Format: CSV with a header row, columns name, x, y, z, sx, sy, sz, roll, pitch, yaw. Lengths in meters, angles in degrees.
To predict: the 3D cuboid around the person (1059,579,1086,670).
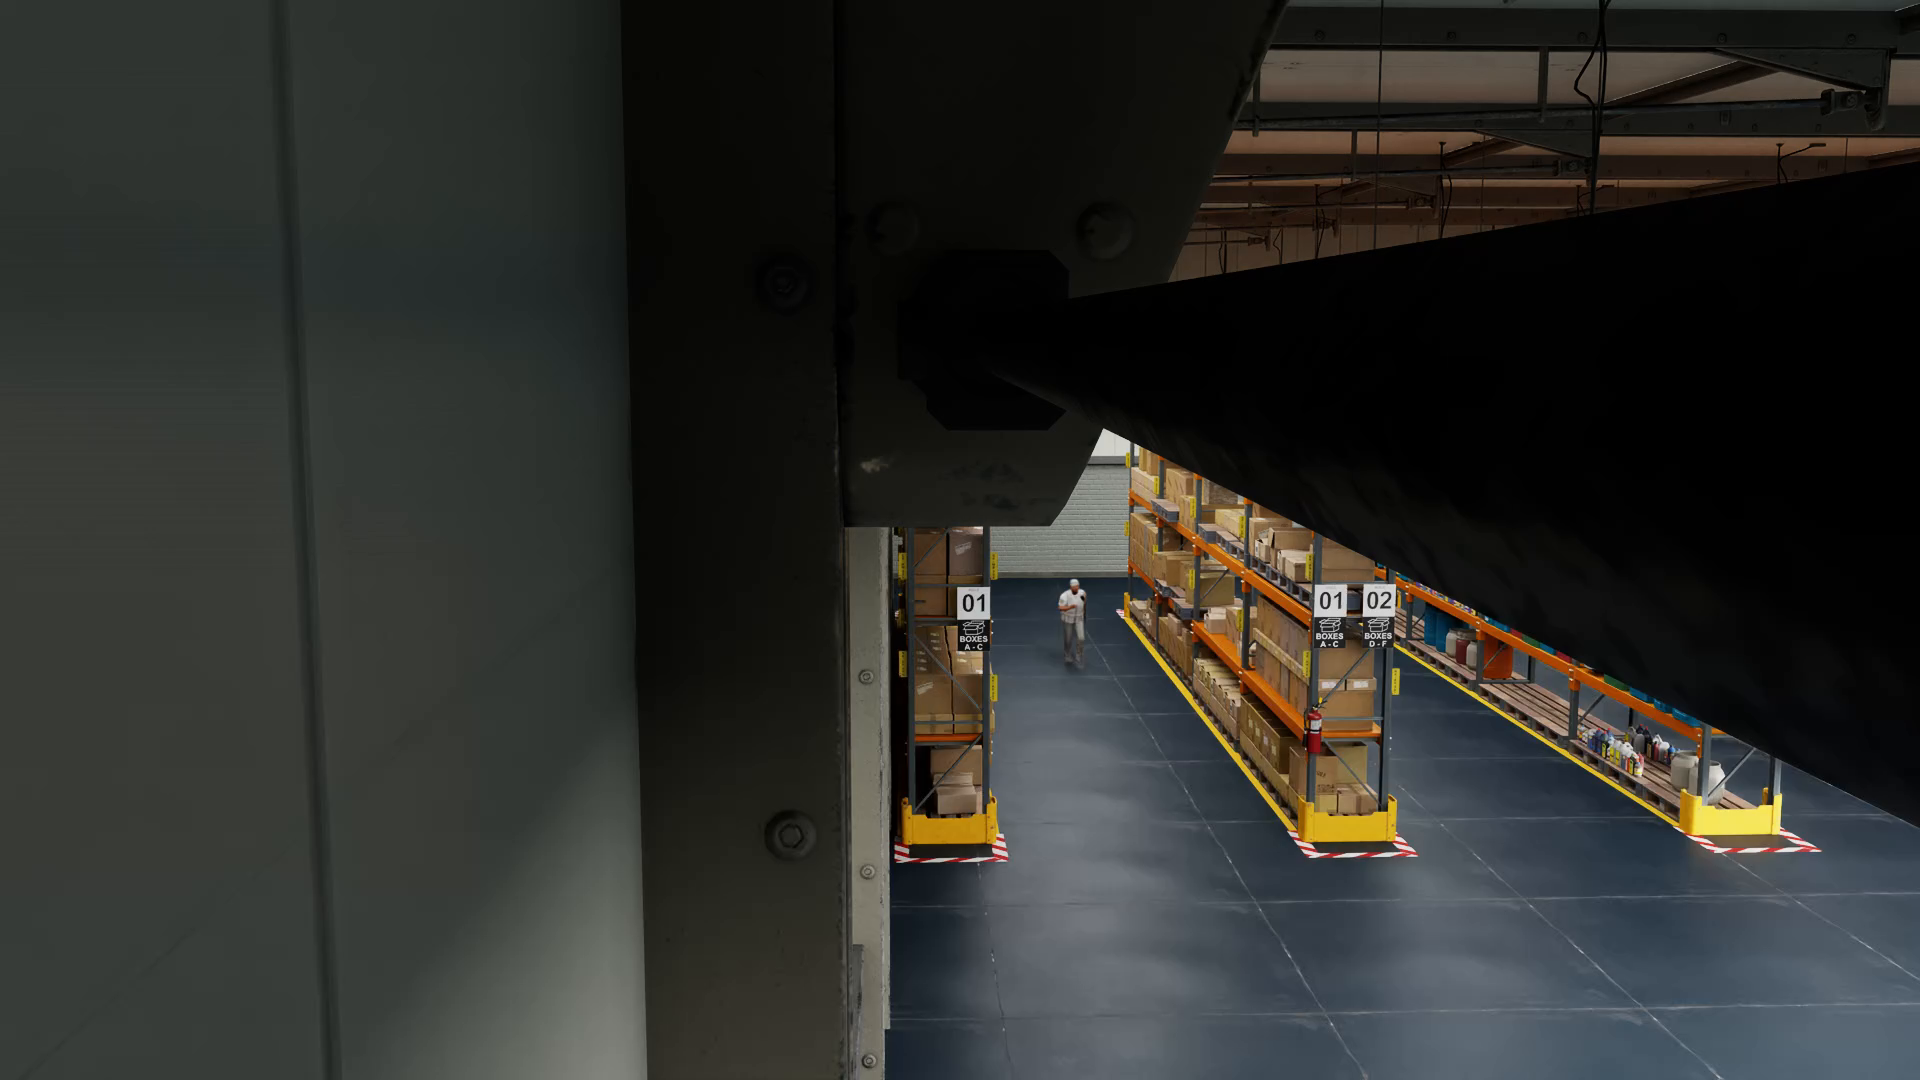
name,x,y,z,sx,sy,sz,roll,pitch,yaw
person,2.101,1.559,31.067,0.587,1.729,0.838,-1,7,-8
